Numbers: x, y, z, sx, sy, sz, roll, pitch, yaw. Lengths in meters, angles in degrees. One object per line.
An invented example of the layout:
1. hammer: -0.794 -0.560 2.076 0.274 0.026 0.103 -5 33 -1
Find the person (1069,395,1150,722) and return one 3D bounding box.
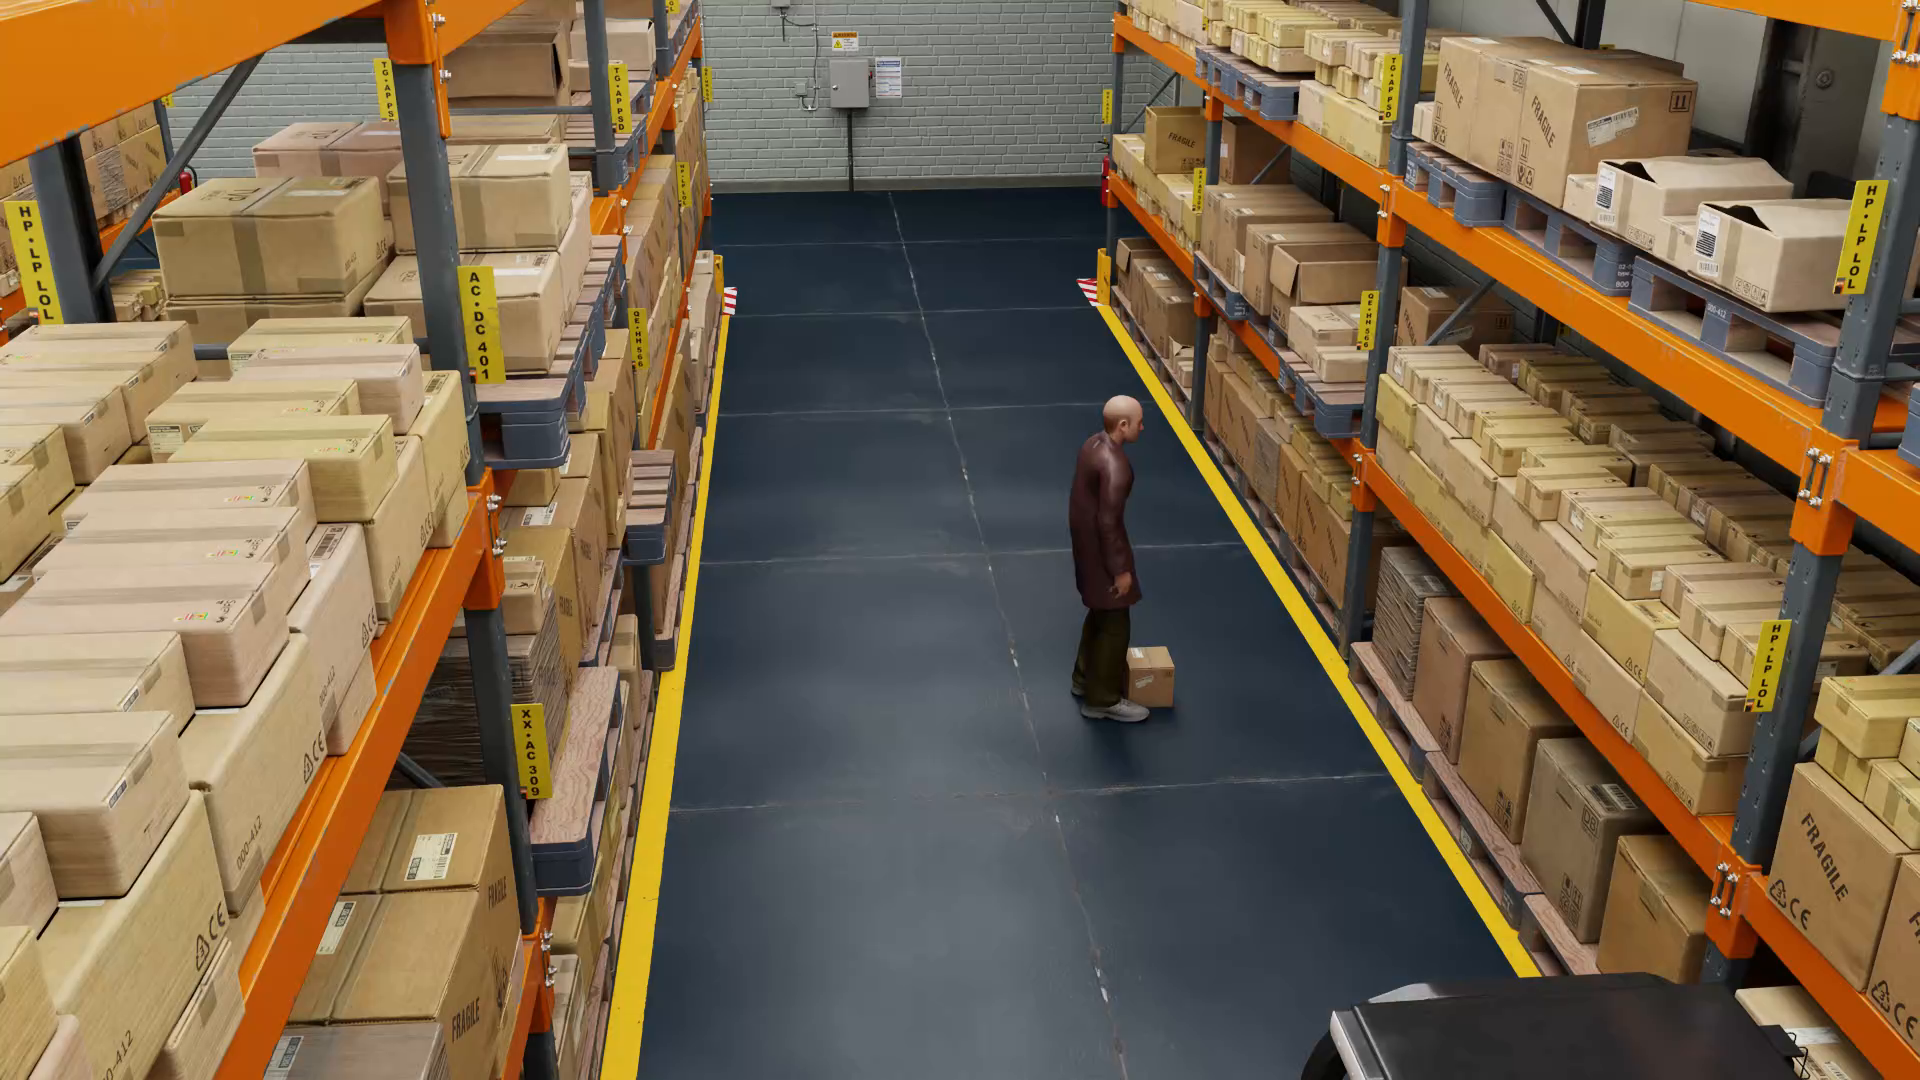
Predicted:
1. person: 0.797 0.081 8.932 0.428 1.773 0.641 -2 24 -5
